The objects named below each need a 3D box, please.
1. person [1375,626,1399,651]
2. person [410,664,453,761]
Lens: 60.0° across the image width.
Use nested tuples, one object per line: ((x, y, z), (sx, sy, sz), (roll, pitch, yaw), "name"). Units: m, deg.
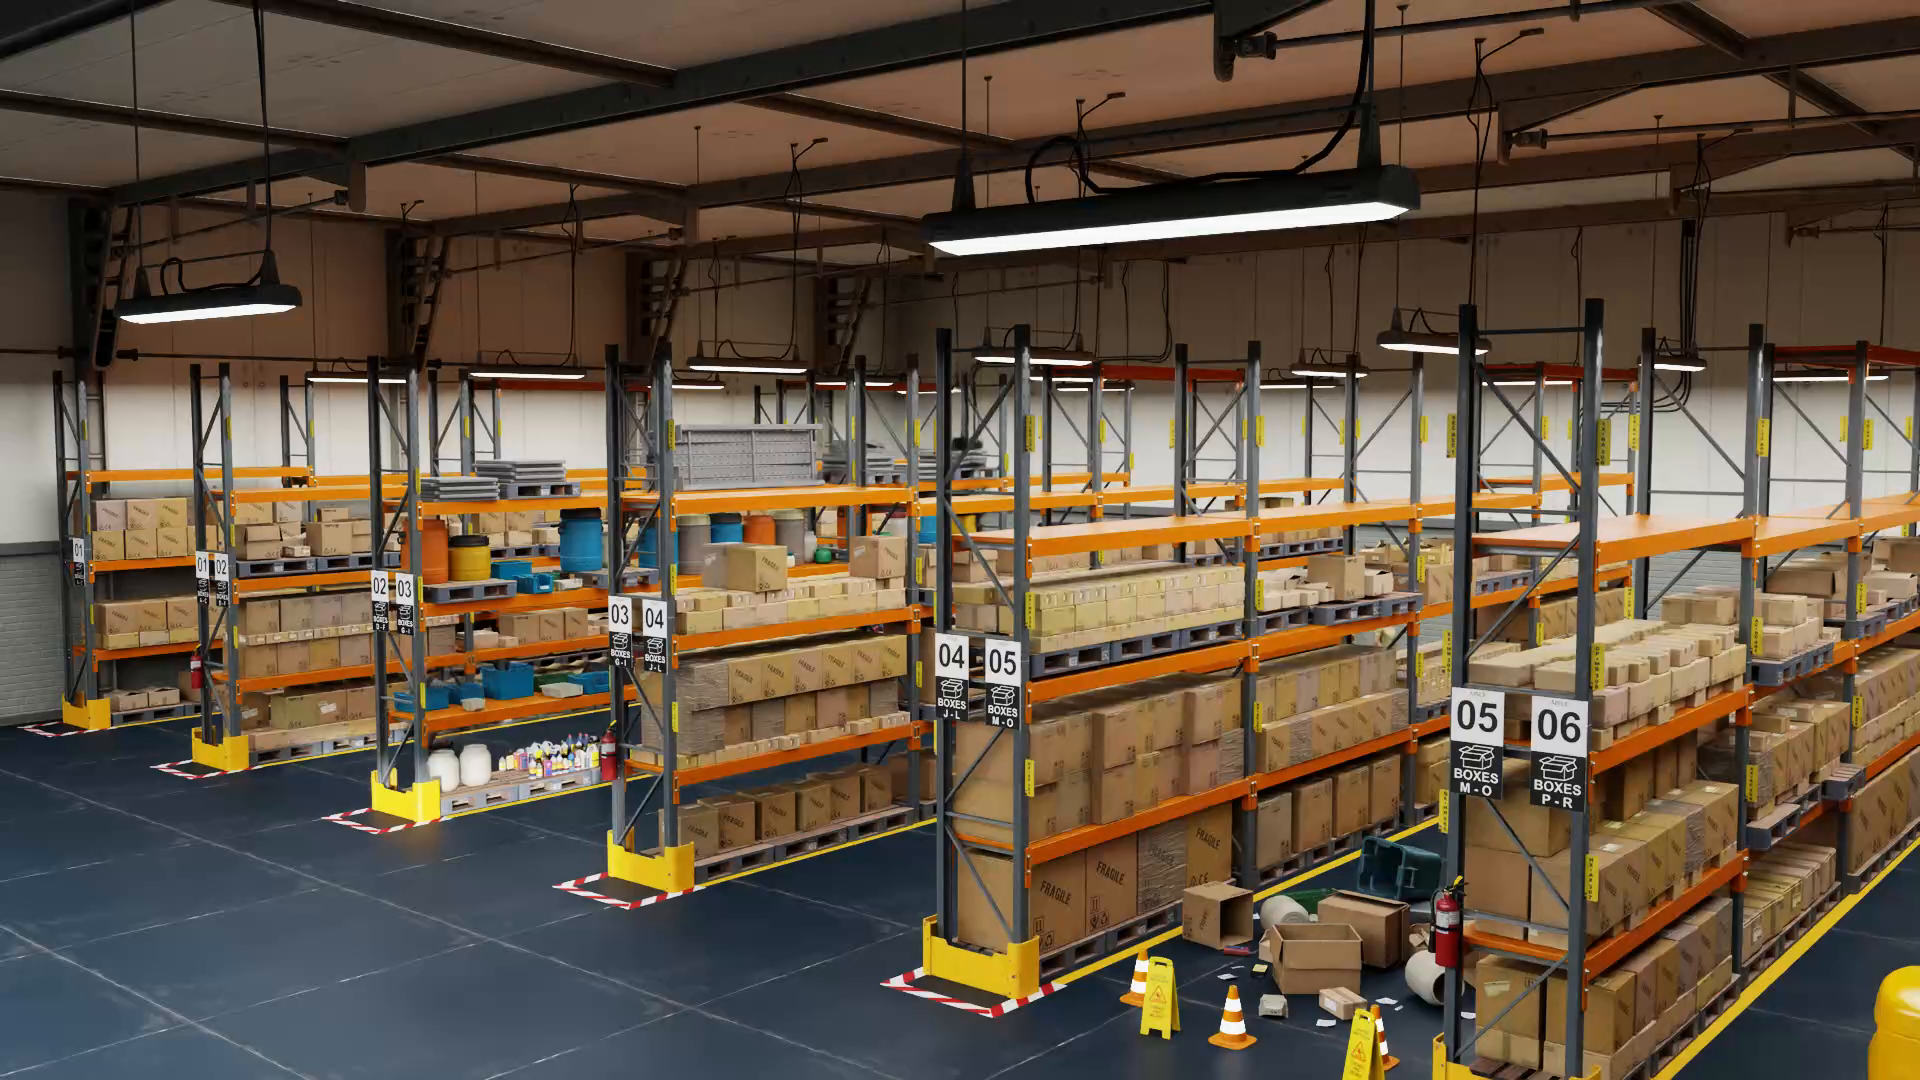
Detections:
((7.951, 2.128, 30.792), (0.597, 1.613, 0.620), (-2, 5, -28), "person")
((-7.729, 2.596, 24.258), (0.641, 1.658, 0.736), (2, 5, 30), "person")
